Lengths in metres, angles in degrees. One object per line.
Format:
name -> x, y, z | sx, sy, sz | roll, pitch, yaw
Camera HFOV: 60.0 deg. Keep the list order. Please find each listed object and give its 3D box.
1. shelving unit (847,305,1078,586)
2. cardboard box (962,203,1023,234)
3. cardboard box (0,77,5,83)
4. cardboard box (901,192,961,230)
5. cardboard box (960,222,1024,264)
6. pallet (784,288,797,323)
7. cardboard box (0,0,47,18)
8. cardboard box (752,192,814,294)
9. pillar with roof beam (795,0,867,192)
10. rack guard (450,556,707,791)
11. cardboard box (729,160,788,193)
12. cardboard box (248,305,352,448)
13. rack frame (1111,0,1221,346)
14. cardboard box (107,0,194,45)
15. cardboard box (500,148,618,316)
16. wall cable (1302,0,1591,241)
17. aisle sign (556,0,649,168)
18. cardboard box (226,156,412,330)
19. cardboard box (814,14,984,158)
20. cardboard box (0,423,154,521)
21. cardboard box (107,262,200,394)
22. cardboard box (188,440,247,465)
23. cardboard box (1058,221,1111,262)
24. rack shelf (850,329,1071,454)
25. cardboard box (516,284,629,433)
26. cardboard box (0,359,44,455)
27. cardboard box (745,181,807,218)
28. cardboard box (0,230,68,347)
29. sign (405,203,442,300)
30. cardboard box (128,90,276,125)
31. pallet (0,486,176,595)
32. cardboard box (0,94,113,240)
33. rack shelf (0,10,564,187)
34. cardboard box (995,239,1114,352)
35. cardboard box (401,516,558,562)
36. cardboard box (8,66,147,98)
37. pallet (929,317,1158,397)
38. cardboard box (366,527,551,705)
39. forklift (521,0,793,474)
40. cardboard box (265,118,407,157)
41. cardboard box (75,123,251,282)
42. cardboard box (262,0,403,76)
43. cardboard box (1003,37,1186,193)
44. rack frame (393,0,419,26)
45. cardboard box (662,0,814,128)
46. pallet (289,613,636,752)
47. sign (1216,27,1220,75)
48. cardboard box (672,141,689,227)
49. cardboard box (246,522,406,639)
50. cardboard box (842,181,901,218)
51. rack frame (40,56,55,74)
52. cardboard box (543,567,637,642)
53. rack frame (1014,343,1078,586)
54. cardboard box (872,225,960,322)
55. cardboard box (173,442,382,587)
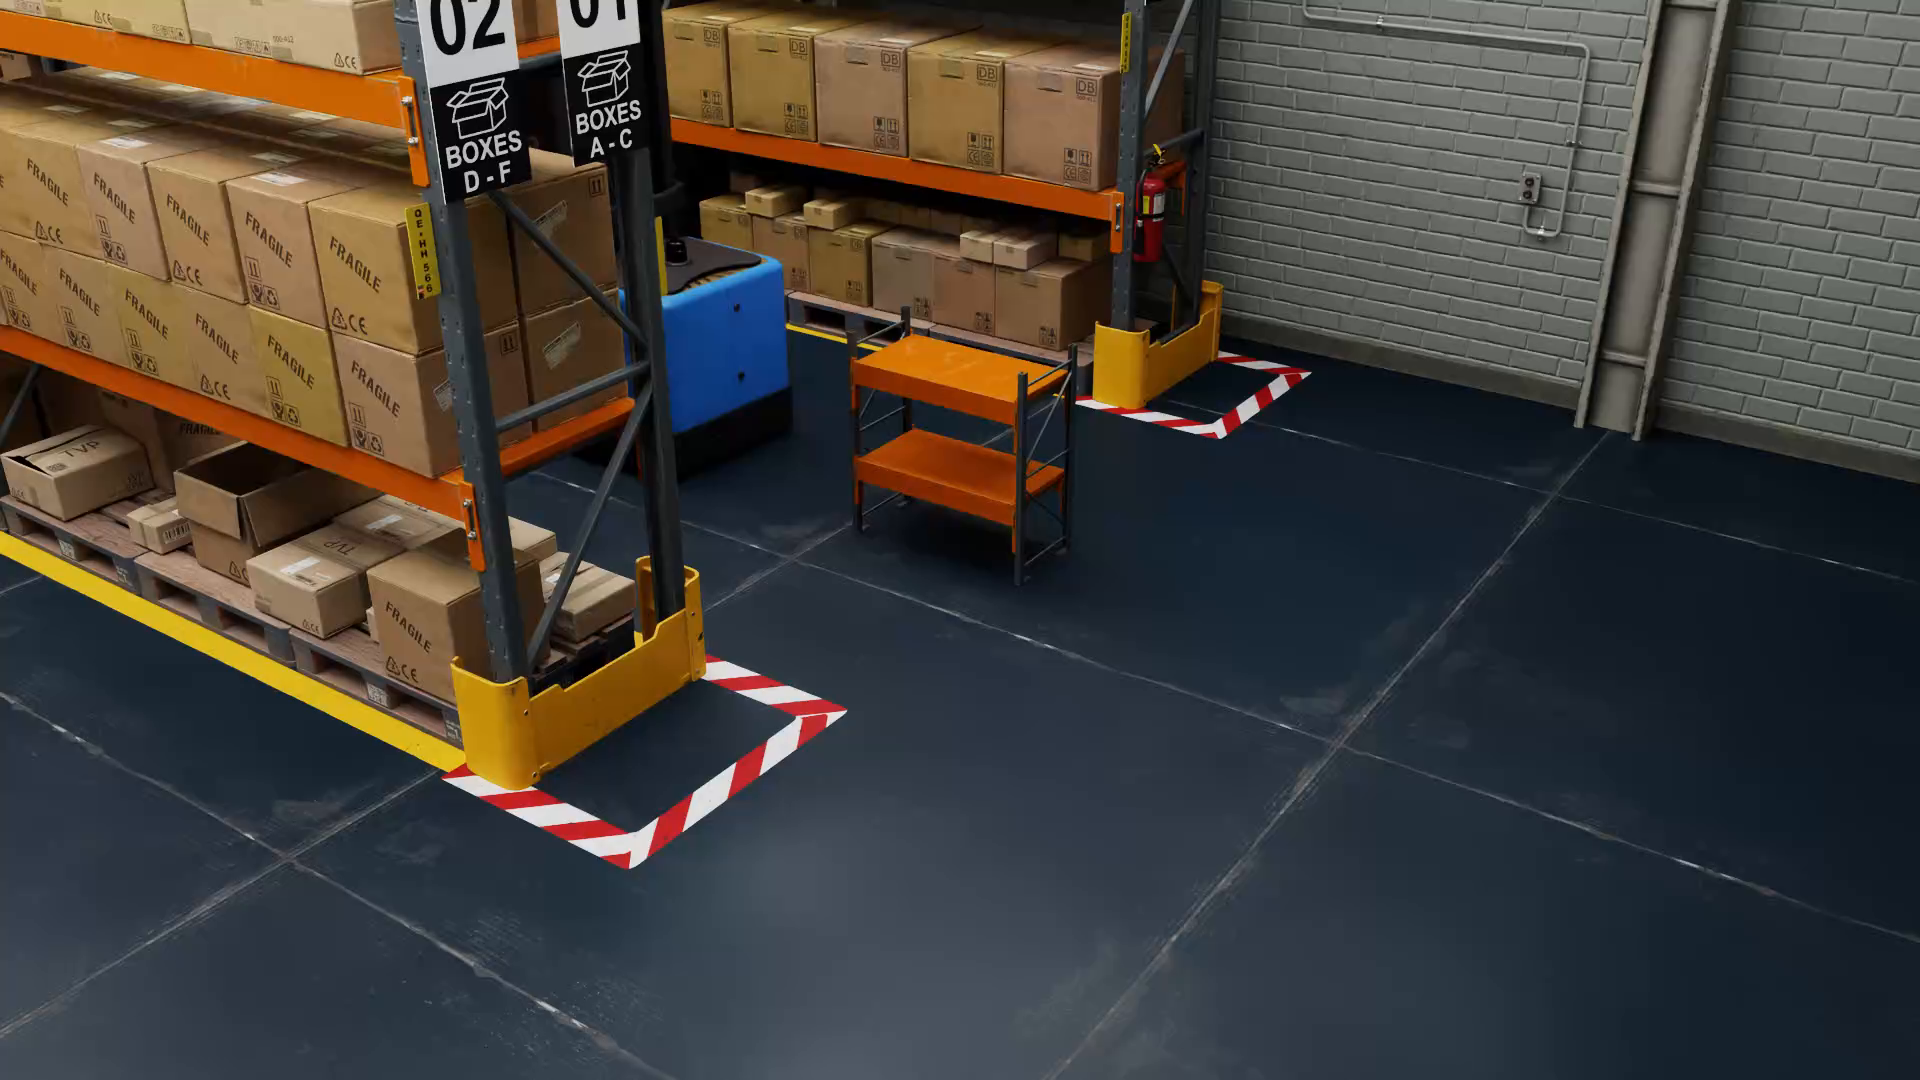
shelving unit -> 0.006, -0.500, 8.491 | 1.048, 1.125, 0.538 | 17, 32, 30
cardboard box -> 0.222, -2.145, 11.235 | 0.250, 0.149, 0.380 | 18, 32, 31
cardboard box -> -9.935, -4.828, 17.589 | 0.250, 0.149, 0.380 | 15, 30, 26
cardboard box -> -0.200, -2.275, 11.492 | 0.250, 0.149, 0.380 | 18, 32, 31
cardboard box -> 0.210, -1.938, 10.829 | 0.250, 0.149, 0.380 | 18, 32, 32
pallet -> -1.451, -1.963, 12.375 | 1.213, 0.211, 1.003 | 17, 32, 30
cardboard box -> -3.753, -2.371, 6.960 | 0.500, 0.250, 0.500 | 17, 32, 30
cardboard box -> -1.063, -2.143, 11.947 | 0.500, 0.500, 0.700 | 17, 32, 30
pillar with roof beam -> -3.404, -4.638, 7.942 | 0.400, 9.000, 9.100 | 17, 32, 30
rack guard -> -1.601, 0.544, 7.129 | 0.348, 0.500, 1.175 | 17, 32, 30
cardboard box -> -1.483, -2.674, 12.274 | 0.250, 0.149, 0.380 | 17, 32, 30
cardboard box -> -2.491, -0.740, 6.787 | 0.500, 0.500, 0.500 | 18, 32, 31
rack frame -> 1.263, -2.403, 10.165 | 0.127, 3.000, 1.000 | 17, 32, 30
cardboard box -> -2.936, -2.110, 6.446 | 0.500, 0.250, 0.500 | 17, 32, 30
cardboard box -> -1.755, -1.253, 6.692 | 0.500, 0.500, 0.500 | 18, 32, 32
wall cable -> 2.854, -2.881, 9.983 | 1.851, 1.984, 0.084 | 17, 32, 30
aisle sign -> -1.316, -1.801, 6.116 | 0.004, 0.787, 0.394 | 17, 32, 30
cardboard box -> -2.478, -1.181, 6.552 | 0.500, 0.500, 0.500 | 18, 32, 32
cardboard box -> -0.392, -3.046, 11.097 | 0.700, 0.700, 0.980 | 16, 31, 28
cardboard box -> -4.612, -0.387, 8.682 | 0.500, 0.311, 0.500 | 17, 32, 30
cardboard box -> -3.315, -1.000, 7.297 | 0.500, 0.500, 0.500 | 17, 31, 30
cardboard box -> -3.862, -0.389, 8.865 | 0.250, 0.149, 0.380 | 17, 32, 30
cardboard box -> 0.846, -1.950, 10.853 | 0.250, 0.149, 0.380 | 18, 32, 31
rack shelf -> 0.006, -0.760, 8.359 | 1.000, 0.278, 0.538 | 17, 32, 30
cardboard box -> -1.755, -0.807, 6.919 | 0.500, 0.500, 0.500 | 18, 32, 31
cardboard box -> -5.404, -0.679, 9.048 | 0.500, 0.500, 0.500 | 17, 32, 30
cardboard box -> -1.296, -2.406, 11.748 | 0.250, 0.149, 0.380 | 19, 32, 32
cardboard box -> -4.146, -1.259, 7.806 | 0.500, 0.500, 0.500 | 18, 32, 31
sign -> -1.869, -1.005, 5.792 | 0.005, 0.325, 0.100 | 17, 32, 30
cardboard box -> -3.433, -1.775, 7.717 | 0.500, 0.500, 0.500 | 18, 32, 31
pallet -> -4.270, -0.158, 8.828 | 1.213, 0.211, 1.003 | 17, 32, 30
cardboard box -> -4.181, -1.709, 7.589 | 0.500, 0.500, 0.500 | 16, 31, 29
rack shelf -> -3.187, -2.080, 7.016 | 4.000, 0.370, 1.077 | 17, 32, 30
cardboard box -> 0.630, -1.619, 10.917 | 0.500, 0.500, 0.700 | 17, 32, 30
cardboard box -> -2.238, 0.105, 7.783 | 0.500, 0.250, 0.500 | 17, 32, 30
cardboard box -> -4.272, -2.035, 8.228 | 0.500, 0.500, 0.500 | 17, 32, 31
pallet -> 0.560, -1.336, 11.144 | 1.213, 0.211, 1.003 | 17, 32, 30
cardboard box -> -2.126, 0.320, 7.085 | 0.500, 0.500, 0.500 | 17, 32, 30
forklift -> -2.481, -2.196, 9.834 | 3.031, 2.935, 1.130 | 19, 33, 33
cardboard box -> -2.600, -1.515, 7.207 | 0.500, 0.500, 0.500 | 18, 32, 31
cardboard box -> -3.331, -1.445, 7.069 | 0.500, 0.500, 0.500 | 18, 32, 32
cardboard box -> -2.111, -1.854, 5.943 | 0.500, 0.250, 0.500 | 17, 32, 30
cardboard box -> 0.837, -2.664, 10.347 | 0.700, 0.700, 0.980 | 19, 33, 33
rack frame -> -1.538, -3.224, 5.163 | 0.127, 3.000, 1.000 | 17, 32, 30
cardboard box -> -1.596, -3.419, 11.830 | 0.700, 0.700, 0.980 | 18, 32, 31
pallet -> -2.259, 0.469, 7.597 | 1.213, 0.211, 1.003 | 17, 32, 30
sign -> 1.582, -3.030, 10.355 | 0.005, 0.325, 0.100 | 17, 32, 30
cardboard box -> -2.643, -2.778, 12.808 | 0.750, 0.750, 0.750 | 18, 32, 31
cardboard box -> -2.892, 0.176, 7.643 | 0.500, 0.250, 0.500 | 17, 32, 30
cardboard box -> -0.622, -2.407, 11.749 | 0.250, 0.149, 0.380 | 18, 32, 31
rack frame -> -8.628, -5.485, 16.220 | 0.127, 3.000, 1.000 | 17, 32, 30
cardboard box -> -1.689, 0.288, 7.535 | 0.250, 0.149, 0.380 | 17, 32, 30
rack frame -> 0.425, -0.369, 8.235 | 0.032, 1.125, 0.500 | 17, 32, 30
cardboard box -> -0.198, -1.876, 11.422 | 0.500, 0.500, 0.700 | 16, 31, 29
cardboard box -> -3.284, -0.180, 8.065 | 0.637, 0.503, 0.797 | 17, 32, 30
